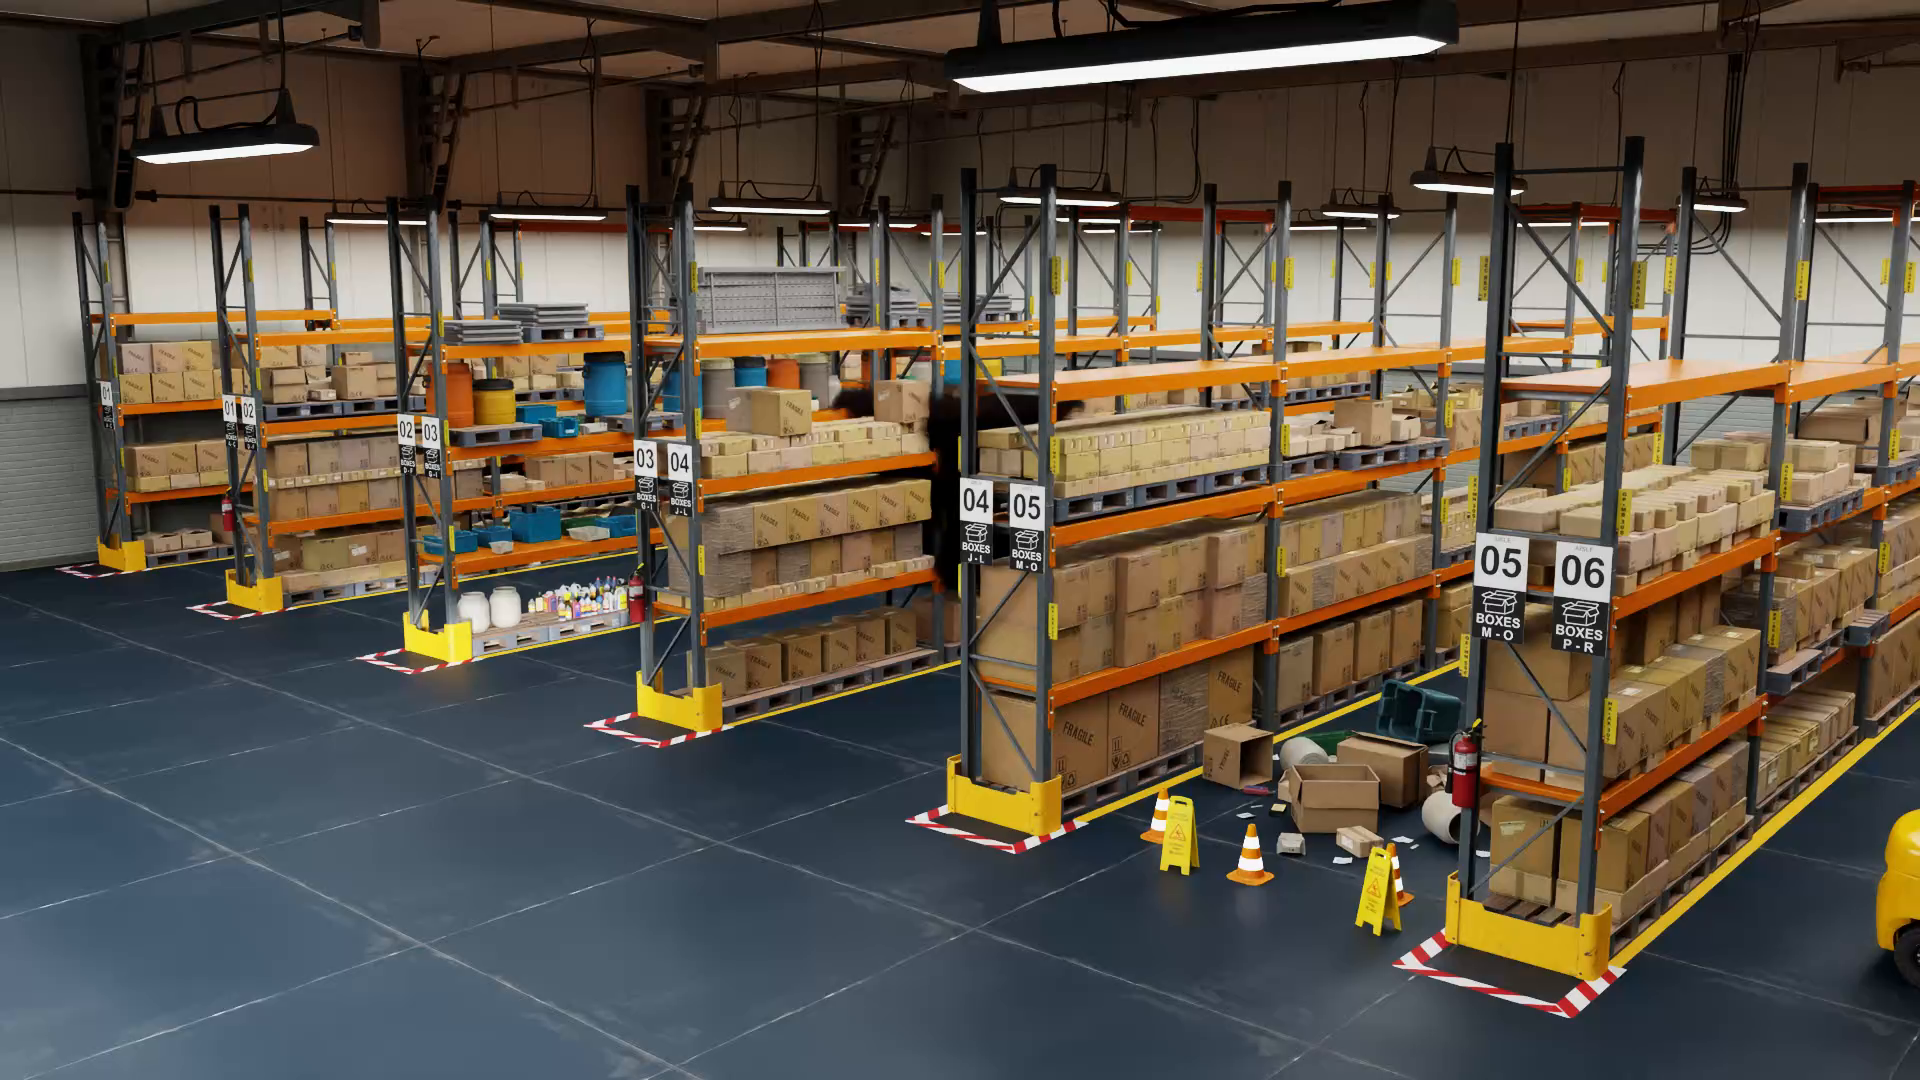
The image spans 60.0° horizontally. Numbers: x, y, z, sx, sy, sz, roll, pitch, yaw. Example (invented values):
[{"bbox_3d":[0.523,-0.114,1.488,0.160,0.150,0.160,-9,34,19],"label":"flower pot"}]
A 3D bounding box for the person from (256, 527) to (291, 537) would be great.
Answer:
[{"bbox_3d":[-11.113,-0.106,26.953,0.620,1.708,0.534,-5,11,-26],"label":"person"}]
